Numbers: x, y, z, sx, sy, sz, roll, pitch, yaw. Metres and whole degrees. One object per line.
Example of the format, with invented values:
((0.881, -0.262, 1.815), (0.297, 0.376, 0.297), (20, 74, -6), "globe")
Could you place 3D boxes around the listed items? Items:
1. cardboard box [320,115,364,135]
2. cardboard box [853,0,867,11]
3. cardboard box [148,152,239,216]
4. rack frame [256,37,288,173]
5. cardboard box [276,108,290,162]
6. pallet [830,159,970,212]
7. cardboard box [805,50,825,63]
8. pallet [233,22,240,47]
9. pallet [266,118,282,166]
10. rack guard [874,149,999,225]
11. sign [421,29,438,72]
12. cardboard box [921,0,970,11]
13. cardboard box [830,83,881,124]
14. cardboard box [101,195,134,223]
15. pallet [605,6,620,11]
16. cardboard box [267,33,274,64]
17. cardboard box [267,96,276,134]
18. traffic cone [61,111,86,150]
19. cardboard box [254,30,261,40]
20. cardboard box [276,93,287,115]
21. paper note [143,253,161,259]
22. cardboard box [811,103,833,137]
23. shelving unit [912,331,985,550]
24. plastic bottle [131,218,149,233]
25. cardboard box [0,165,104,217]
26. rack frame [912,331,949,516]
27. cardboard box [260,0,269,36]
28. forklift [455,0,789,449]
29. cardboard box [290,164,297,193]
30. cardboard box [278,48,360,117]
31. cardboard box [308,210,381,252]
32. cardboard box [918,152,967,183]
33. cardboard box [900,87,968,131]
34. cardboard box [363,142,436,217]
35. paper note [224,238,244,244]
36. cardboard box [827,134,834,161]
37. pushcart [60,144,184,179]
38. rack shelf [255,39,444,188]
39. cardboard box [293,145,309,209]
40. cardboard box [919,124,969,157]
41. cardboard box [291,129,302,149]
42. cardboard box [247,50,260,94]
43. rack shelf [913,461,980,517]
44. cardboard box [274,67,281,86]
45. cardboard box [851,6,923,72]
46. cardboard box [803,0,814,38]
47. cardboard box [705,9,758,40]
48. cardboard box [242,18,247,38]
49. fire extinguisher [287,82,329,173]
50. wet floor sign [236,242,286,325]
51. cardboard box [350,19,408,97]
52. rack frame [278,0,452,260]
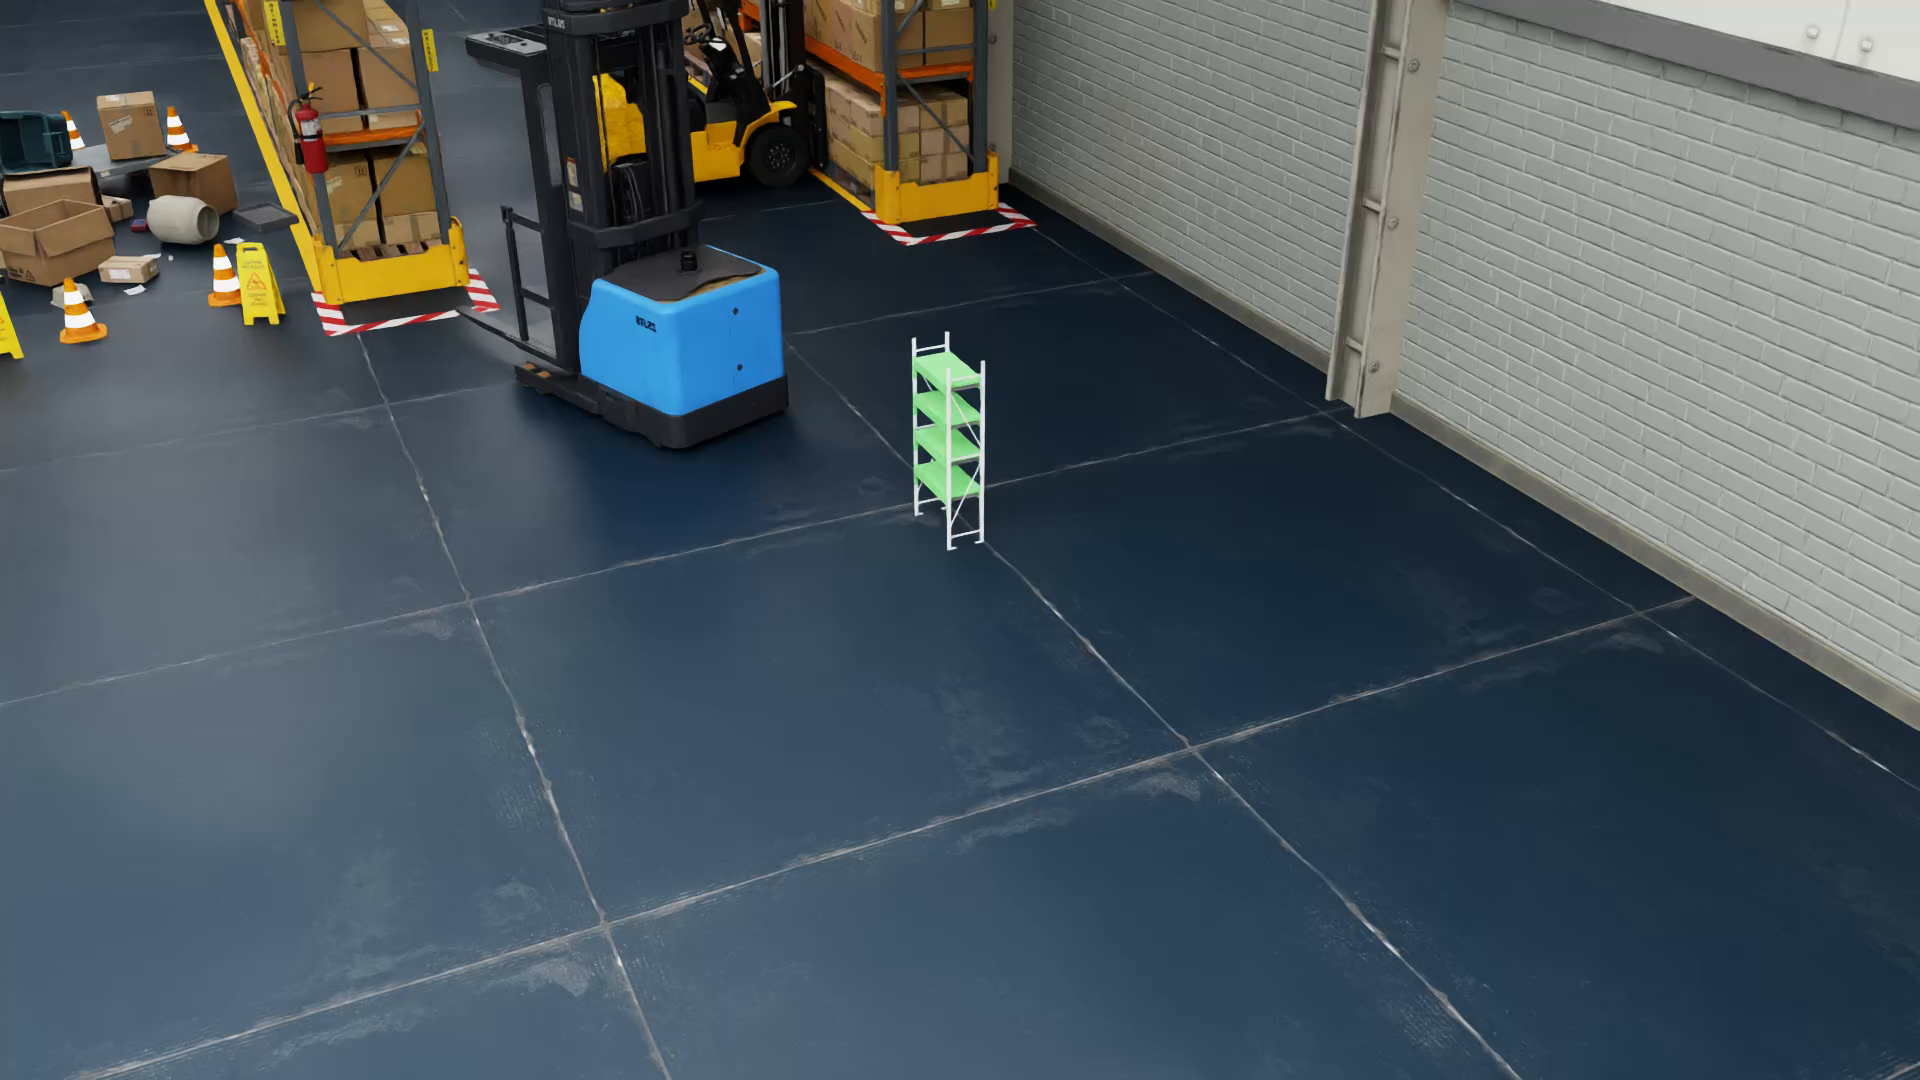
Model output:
((-5.059, -3.405, 13.485), (0.380, 0.149, 0.250), (-12, 31, -20), "cardboard box")
((-0.762, -4.965, 15.246), (0.380, 0.149, 0.250), (-13, 32, -21), "cardboard box")
((-7.192, -3.313, 15.617), (0.500, 0.500, 0.500), (7, 30, 13), "cardboard box")
((-6.423, -5.161, 16.360), (1.000, 3.000, 0.127), (-13, 32, -22), "rack frame")
((-6.173, -3.921, 15.763), (0.500, 0.500, 0.500), (-12, 31, -20), "cardboard box")
((-0.590, -3.551, 16.339), (1.003, 0.211, 1.213), (-13, 32, -22), "pallet")
((-1.583, -4.900, 17.254), (0.500, 0.250, 0.500), (-12, 31, -20), "cardboard box")
((-8.930, -6.614, 21.802), (1.003, 0.211, 1.213), (-13, 32, -22), "pallet")
((-6.758, -4.288, 17.654), (1.003, 0.211, 1.213), (-13, 32, -22), "pallet")
((-0.214, -3.337, 15.663), (1.175, 0.500, 0.348), (-13, 32, -22), "rack guard")
((-4.215, -3.886, 13.200), (0.100, 0.325, 0.005), (-13, 32, -22), "sign")
((-0.135, -4.969, 15.251), (0.380, 0.149, 0.250), (-14, 32, -23), "cardboard box")
((-0.928, -4.220, 16.041), (0.500, 0.250, 0.500), (-12, 32, -21), "cardboard box")
((-8.011, -3.158, 15.583), (0.396, 0.266, 0.258), (13, 32, 21), "cardboard box")
((-4.465, -7.631, 23.616), (1.003, 0.211, 1.213), (-13, 32, -22), "pallet")
((-5.810, -4.421, 14.634), (0.500, 0.500, 0.500), (-13, 32, -21), "cardboard box")
((-6.650, -4.429, 17.312), (0.950, 0.372, 0.625), (-13, 32, -21), "cardboard box")
((-9.247, -4.226, 17.287), (0.336, 0.463, 0.334), (-13, 32, -22), "traffic cone")
((-6.485, -5.081, 15.811), (0.500, 0.500, 0.500), (-13, 32, -22), "cardboard box")
((-6.073, -4.025, 15.285), (0.380, 0.149, 0.250), (-11, 31, -19), "cardboard box")
((-7.138, -2.500, 14.662), (0.148, 0.019, 0.142), (-3, 29, -5), "paper note")
((-1.161, -4.237, 16.582), (0.500, 0.250, 0.500), (-14, 32, -23), "cardboard box")
((-0.071, -0.596, 10.060), (0.258, 1.200, 0.503), (-13, 32, -22), "shelving unit")
((-7.562, -2.915, 15.360), (0.133, 0.061, 0.283), (-8, 30, -13), "plastic bottle")
((-8.155, -3.020, 14.955), (0.797, 0.637, 0.503), (-13, 32, -22), "cardboard box")
((-0.176, -0.704, 10.252), (0.240, 1.200, 0.015), (-13, 32, -22), "rack frame")
((-5.332, -4.408, 13.589), (0.700, 0.500, 0.500), (-13, 32, -22), "cardboard box")
((-2.627, -2.504, 11.691), (3.031, 2.935, 1.130), (25, 38, 37), "forklift")
((-5.944, -3.360, 15.530), (0.500, 0.250, 0.500), (-14, 32, -23), "cardboard box")
((-5.187, -3.749, 13.436), (0.500, 0.500, 0.500), (-14, 32, -23), "cardboard box")
((-5.306, -2.689, 14.333), (0.500, 0.250, 0.500), (-13, 32, -22), "cardboard box")
((-0.258, -3.680, 16.100), (0.500, 0.250, 0.500), (-13, 32, -22), "cardboard box")
((-0.259, -4.110, 15.845), (0.500, 0.250, 0.500), (-14, 32, -23), "cardboard box")
((-4.813, -3.130, 14.353), (0.500, 0.500, 0.500), (-14, 32, -24), "cardboard box")
((-6.550, -2.705, 15.015), (0.148, 0.019, 0.142), (26, 38, 38), "paper note")
((-1.123, -4.007, 16.685), (0.500, 0.250, 0.500), (-13, 32, -21), "cardboard box")
((-8.460, -3.516, 16.108), (0.936, 0.377, 1.648), (26, 38, 38), "pushcart")
((-5.564, -3.964, 14.960), (1.077, 0.370, 4.000), (-13, 32, -22), "rack shelf")
((-5.512, -3.234, 14.538), (0.500, 0.500, 0.500), (-12, 31, -20), "cardboard box")
((-0.238, -3.891, 15.966), (0.500, 0.250, 0.500), (-12, 32, -21), "cardboard box")
((-5.503, -3.435, 14.234), (0.380, 0.149, 0.250), (-12, 31, -21), "cardboard box")
((-7.582, -5.389, 19.024), (0.950, 0.372, 0.625), (-14, 32, -23), "cardboard box")
((-0.071, -0.331, 10.208), (0.258, 0.148, 0.480), (-13, 32, -22), "rack shelf")
((-5.903, -4.172, 14.854), (0.380, 0.149, 0.250), (-13, 32, -22), "cardboard box")
((-0.672, -4.644, 15.335), (0.500, 0.500, 0.500), (-14, 32, -23), "cardboard box")
((-1.333, -5.321, 16.543), (0.500, 0.500, 0.500), (-13, 32, -22), "cardboard box")
((-2.502, -5.925, 19.720), (0.875, 0.625, 0.625), (-13, 32, -22), "cardboard box")
((-8.740, -6.902, 21.207), (0.875, 0.875, 0.875), (-13, 32, -21), "cardboard box")
((-5.072, -3.213, 12.965), (0.296, 0.674, 0.183), (-13, 32, -22), "fire extinguisher")
((-5.590, -2.058, 13.234), (0.267, 0.644, 0.232), (-3, 29, -5), "wet floor sign")
((-4.883, -4.063, 13.995), (0.500, 0.500, 0.500), (-12, 31, -20), "cardboard box")
((-4.705, -3.394, 13.209), (1.000, 3.000, 0.127), (-13, 32, -22), "rack frame")
